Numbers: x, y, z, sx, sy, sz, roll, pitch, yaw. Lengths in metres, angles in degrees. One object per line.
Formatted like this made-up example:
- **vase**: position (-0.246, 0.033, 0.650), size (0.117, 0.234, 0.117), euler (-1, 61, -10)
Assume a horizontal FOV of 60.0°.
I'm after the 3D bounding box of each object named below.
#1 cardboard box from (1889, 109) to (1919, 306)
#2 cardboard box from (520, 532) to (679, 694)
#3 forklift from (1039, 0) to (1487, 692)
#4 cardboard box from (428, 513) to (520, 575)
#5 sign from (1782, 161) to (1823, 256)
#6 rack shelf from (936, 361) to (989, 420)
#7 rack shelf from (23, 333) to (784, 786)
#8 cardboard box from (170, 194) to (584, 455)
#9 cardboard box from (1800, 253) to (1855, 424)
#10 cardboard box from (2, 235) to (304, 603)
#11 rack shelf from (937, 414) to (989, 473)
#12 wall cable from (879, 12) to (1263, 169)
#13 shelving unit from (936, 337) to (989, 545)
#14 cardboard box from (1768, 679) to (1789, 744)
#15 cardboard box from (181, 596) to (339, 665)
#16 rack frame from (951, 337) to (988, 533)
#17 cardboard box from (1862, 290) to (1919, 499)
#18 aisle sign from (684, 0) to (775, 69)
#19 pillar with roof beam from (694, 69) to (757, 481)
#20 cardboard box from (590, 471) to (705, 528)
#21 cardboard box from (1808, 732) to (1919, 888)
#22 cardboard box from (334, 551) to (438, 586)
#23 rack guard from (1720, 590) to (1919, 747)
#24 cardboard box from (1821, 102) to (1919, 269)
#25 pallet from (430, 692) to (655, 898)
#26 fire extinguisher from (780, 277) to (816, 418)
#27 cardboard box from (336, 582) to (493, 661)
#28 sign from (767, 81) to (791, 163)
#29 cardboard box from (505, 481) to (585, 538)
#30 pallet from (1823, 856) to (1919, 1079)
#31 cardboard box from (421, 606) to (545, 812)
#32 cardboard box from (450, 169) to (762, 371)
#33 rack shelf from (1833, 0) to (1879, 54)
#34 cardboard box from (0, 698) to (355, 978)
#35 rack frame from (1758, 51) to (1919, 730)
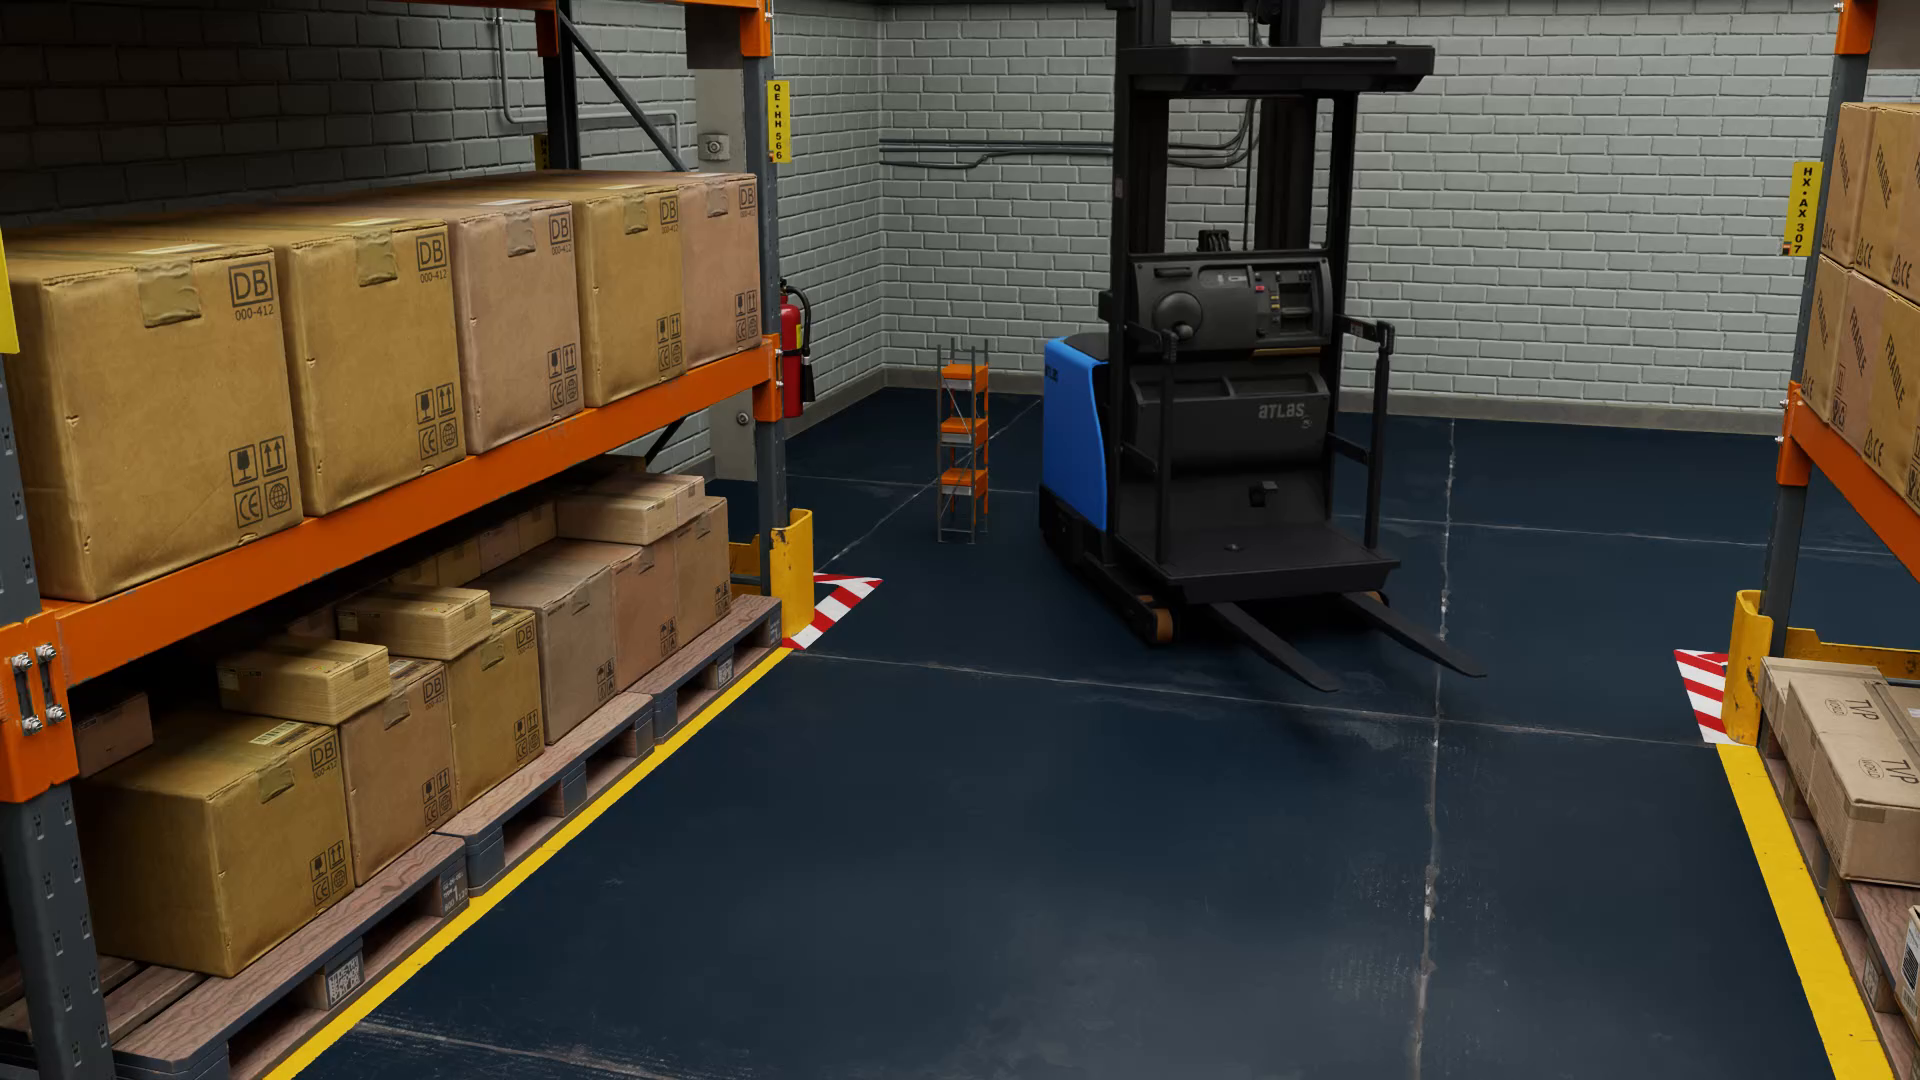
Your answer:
- **cardboard box**: position (2.822, -0.872, 4.391), size (0.500, 0.500, 0.500), euler (5, 17, 17)
- **cardboard box**: position (-1.506, 0.233, 6.323), size (0.700, 0.500, 0.500), euler (5, 16, 16)
- **forklift**: position (1.278, -1.068, 7.222), size (1.130, 2.935, 3.031), euler (-4, 16, -14)
- **cardboard box**: position (-1.807, 0.006, 5.933), size (0.380, 0.149, 0.250), euler (5, 17, 17)
- **sign**: position (2.969, -1.165, 5.853), size (0.100, 0.325, 0.005), euler (5, 16, 16)
- **rack shelf**: position (0.015, -0.782, 8.661), size (0.215, 0.259, 0.240), euler (5, 16, 16)
- **rack shelf**: position (-1.830, -0.220, 5.427), size (1.077, 0.370, 4.000), euler (5, 16, 16)
- **cardboard box**: position (-1.818, -0.710, 5.285), size (0.980, 0.700, 0.700), euler (4, 16, 13)
- **cardboard box**: position (3.110, -0.659, 5.472), size (0.500, 0.500, 0.500), euler (5, 17, 17)
- **cardboard box**: position (-2.228, -0.328, 3.939), size (0.980, 0.700, 0.700), euler (5, 17, 17)
- **rack shelf**: position (0.015, -0.509, 8.738), size (0.215, 0.259, 0.240), euler (5, 16, 16)
- **wall cable**: position (0.689, -3.934, 11.898), size (3.097, 2.526, 0.112), euler (5, 16, 16)
- **shelving unit**: position (0.015, -0.519, 8.735), size (0.215, 1.050, 0.252), euler (5, 16, 16)
- **cardboard box**: position (2.970, 0.593, 5.627), size (0.380, 0.166, 0.250), euler (5, 16, 16)
- **cardboard box**: position (-2.097, 0.273, 4.992), size (0.380, 0.149, 0.250), euler (4, 16, 14)
- **rack frame**: position (0.050, -0.551, 8.848), size (0.200, 1.050, 0.008), euler (5, 16, 16)
- **cardboard box**: position (2.823, -0.392, 4.532), size (0.500, 0.500, 0.500), euler (5, 16, 16)
- **aisle sign**: position (-0.953, -2.336, 6.803), size (0.394, 0.787, 0.004), euler (5, 16, 16)
- **pillar with roof beam**: position (2.804, -4.415, 7.905), size (9.100, 9.000, 0.400), euler (5, 16, 16)
- **cardboard box**: position (-1.226, -0.162, 6.528), size (0.380, 0.149, 0.250), euler (4, 16, 15)
- **cardboard box**: position (2.779, 0.787, 4.792), size (0.500, 0.250, 0.500), euler (5, 16, 16)
- **cardboard box**: position (-1.951, 0.140, 5.463), size (0.380, 0.149, 0.250), euler (4, 16, 15)
- **rack guard**: position (3.468, 0.516, 6.094), size (1.175, 0.500, 0.348), euler (5, 16, 16)
- **cardboard box**: position (3.110, -1.140, 5.336), size (0.500, 0.500, 0.500), euler (5, 17, 18)
- **pallet**: position (-1.762, 0.785, 5.674), size (1.003, 0.211, 1.213), euler (5, 16, 16)
- **fire extinguisher**: position (-0.776, -0.877, 7.248), size (0.296, 0.674, 0.183), euler (5, 16, 16)
- **cardboard box**: position (-1.667, 0.246, 5.089), size (0.380, 0.149, 0.250), euler (4, 16, 14)
- **sign**: position (-0.745, -1.715, 6.822), size (0.100, 0.325, 0.005), euler (5, 16, 16)
- **cardboard box**: position (-1.664, -0.126, 6.398), size (0.380, 0.149, 0.250), euler (5, 16, 16)
- **pallet**: position (2.893, 1.182, 4.276), size (1.003, 0.211, 1.213), euler (5, 16, 16)
- **cardboard box**: position (-1.793, 0.504, 5.365), size (0.700, 0.500, 0.500), euler (5, 17, 17)
- **cardboard box**: position (-1.397, -1.100, 6.660), size (0.980, 0.700, 0.700), euler (5, 17, 18)
- **rack shelf**: position (2.921, -1.280, 3.667), size (1.077, 0.370, 4.000), euler (5, 16, 16)
- **cardboard box**: position (-2.087, 0.770, 4.430), size (0.700, 0.500, 0.500), euler (5, 17, 17)
- **rack frame**: position (3.489, -0.706, 5.823), size (1.000, 3.000, 0.127), euler (5, 16, 16)
